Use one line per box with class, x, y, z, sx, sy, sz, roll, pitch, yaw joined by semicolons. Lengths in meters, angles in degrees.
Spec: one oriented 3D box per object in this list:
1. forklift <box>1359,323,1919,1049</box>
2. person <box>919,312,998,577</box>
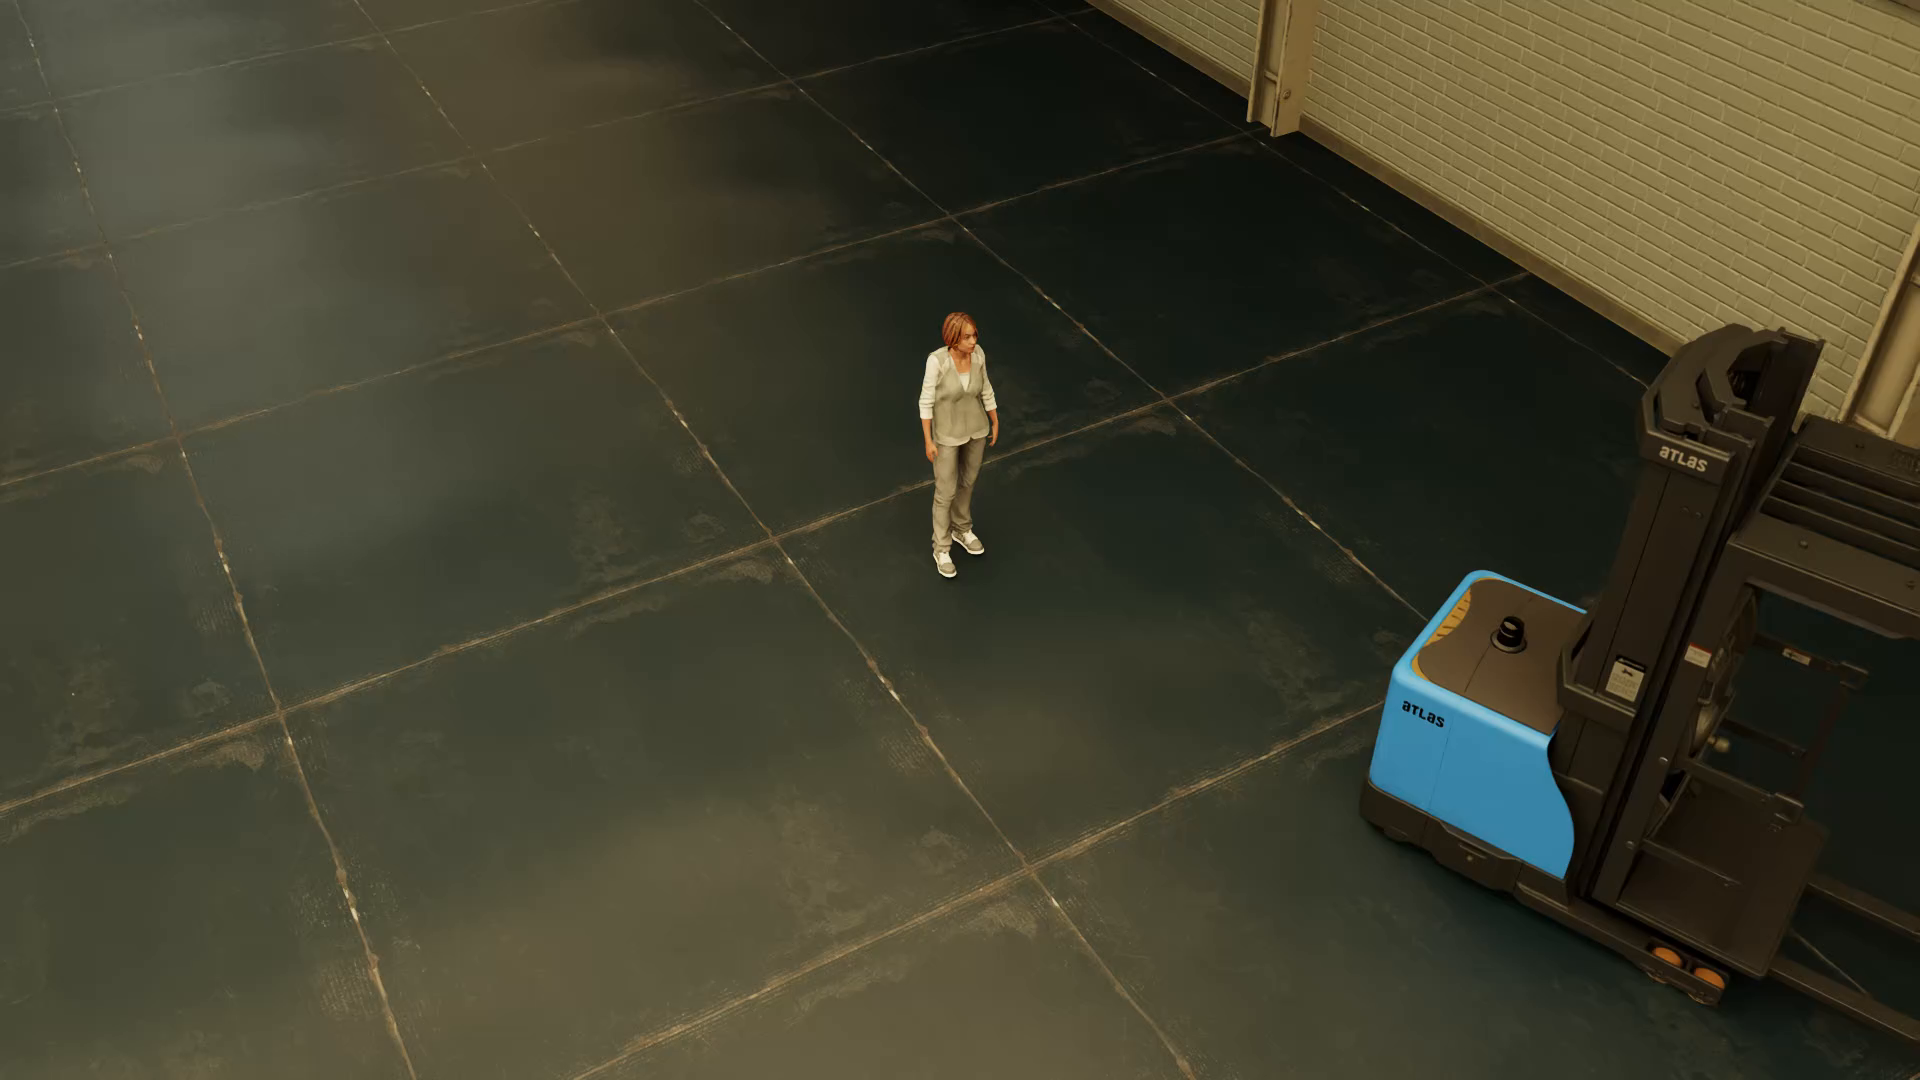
forklift;3.534;0.640;7.265;3.031;2.935;1.130;26;46;28
person;0.025;-0.575;9.762;0.520;1.599;0.473;-20;44;-23
